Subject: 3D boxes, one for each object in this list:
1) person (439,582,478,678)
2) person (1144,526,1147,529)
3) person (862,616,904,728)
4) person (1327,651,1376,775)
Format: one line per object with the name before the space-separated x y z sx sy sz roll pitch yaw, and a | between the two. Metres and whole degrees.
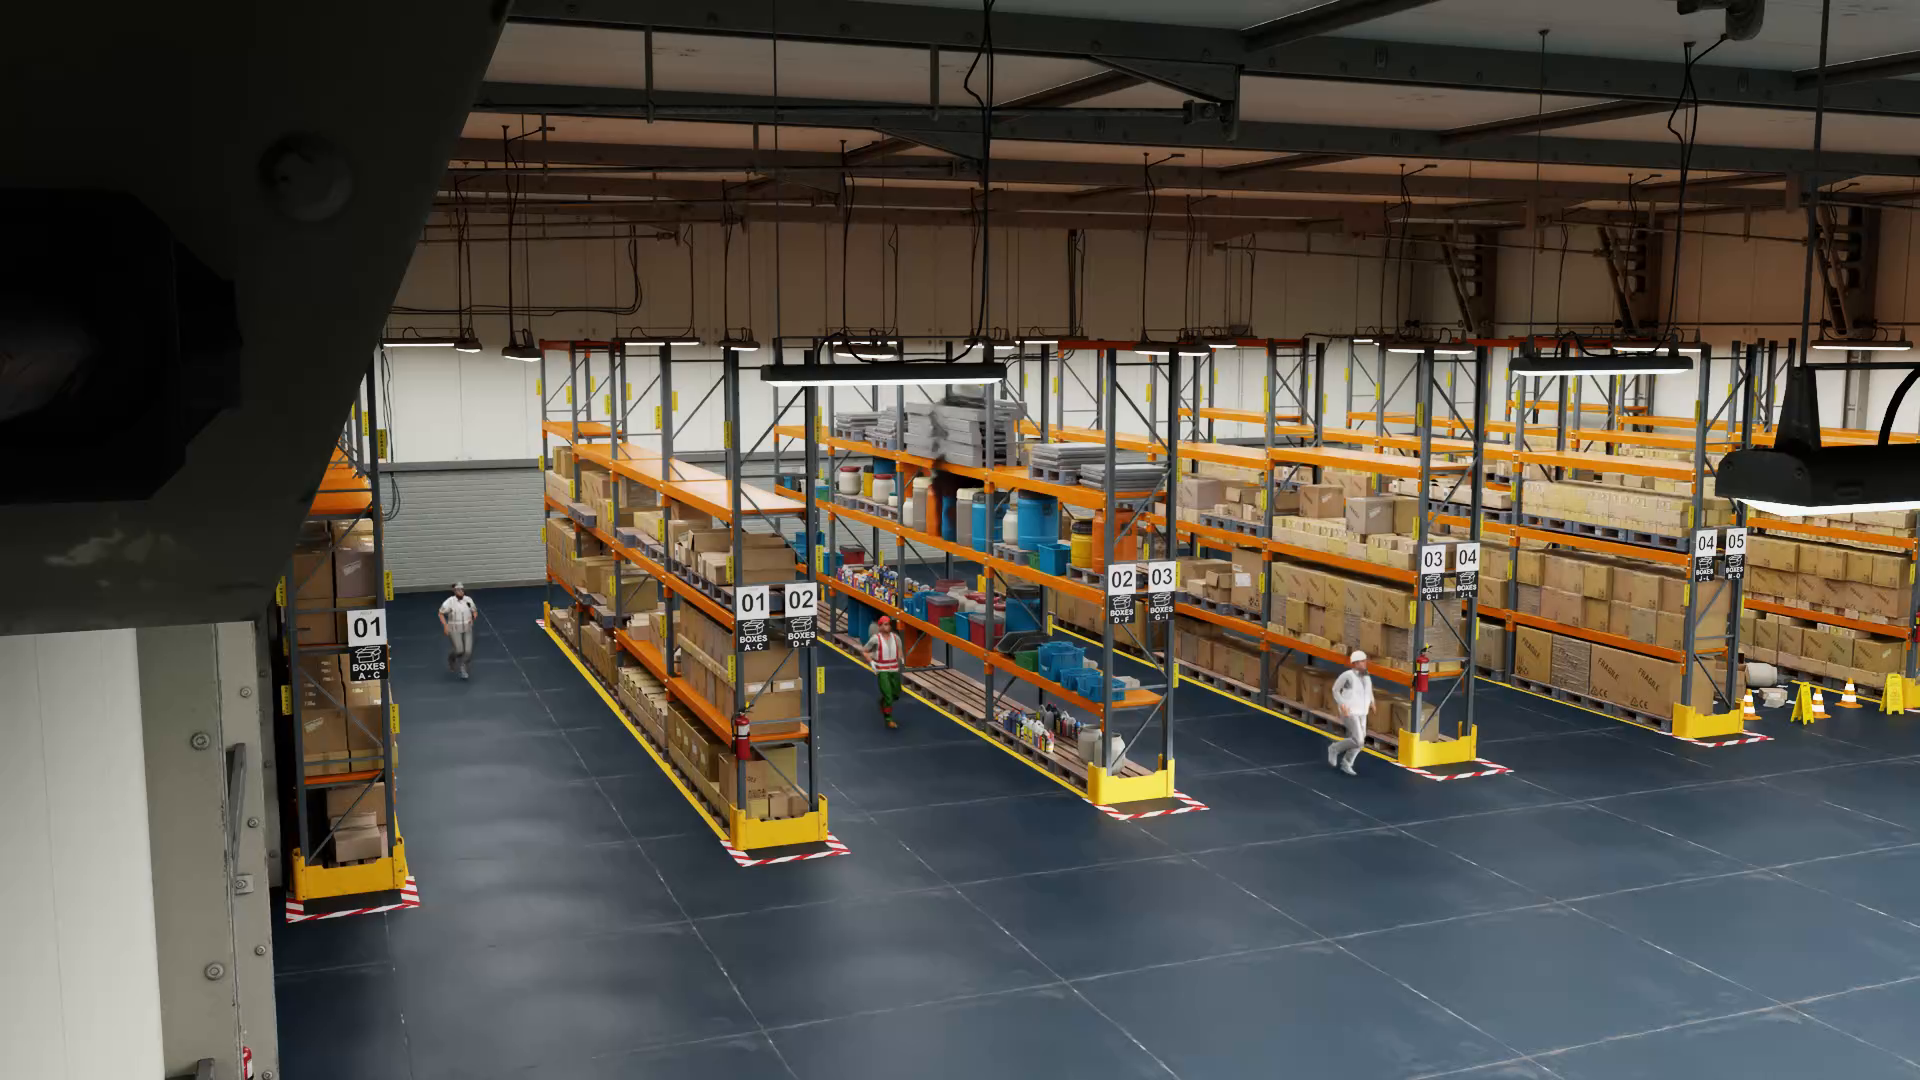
person | -8.956 1.606 29.821 0.671 1.735 0.596 -5 9 -34
person | 4.287 0.568 37.793 0.635 1.775 0.734 -3 8 -24
person | -1.176 2.063 26.219 0.663 1.748 0.754 -4 9 -30
person | 5.611 2.440 23.562 0.663 1.751 0.560 -6 9 -37
